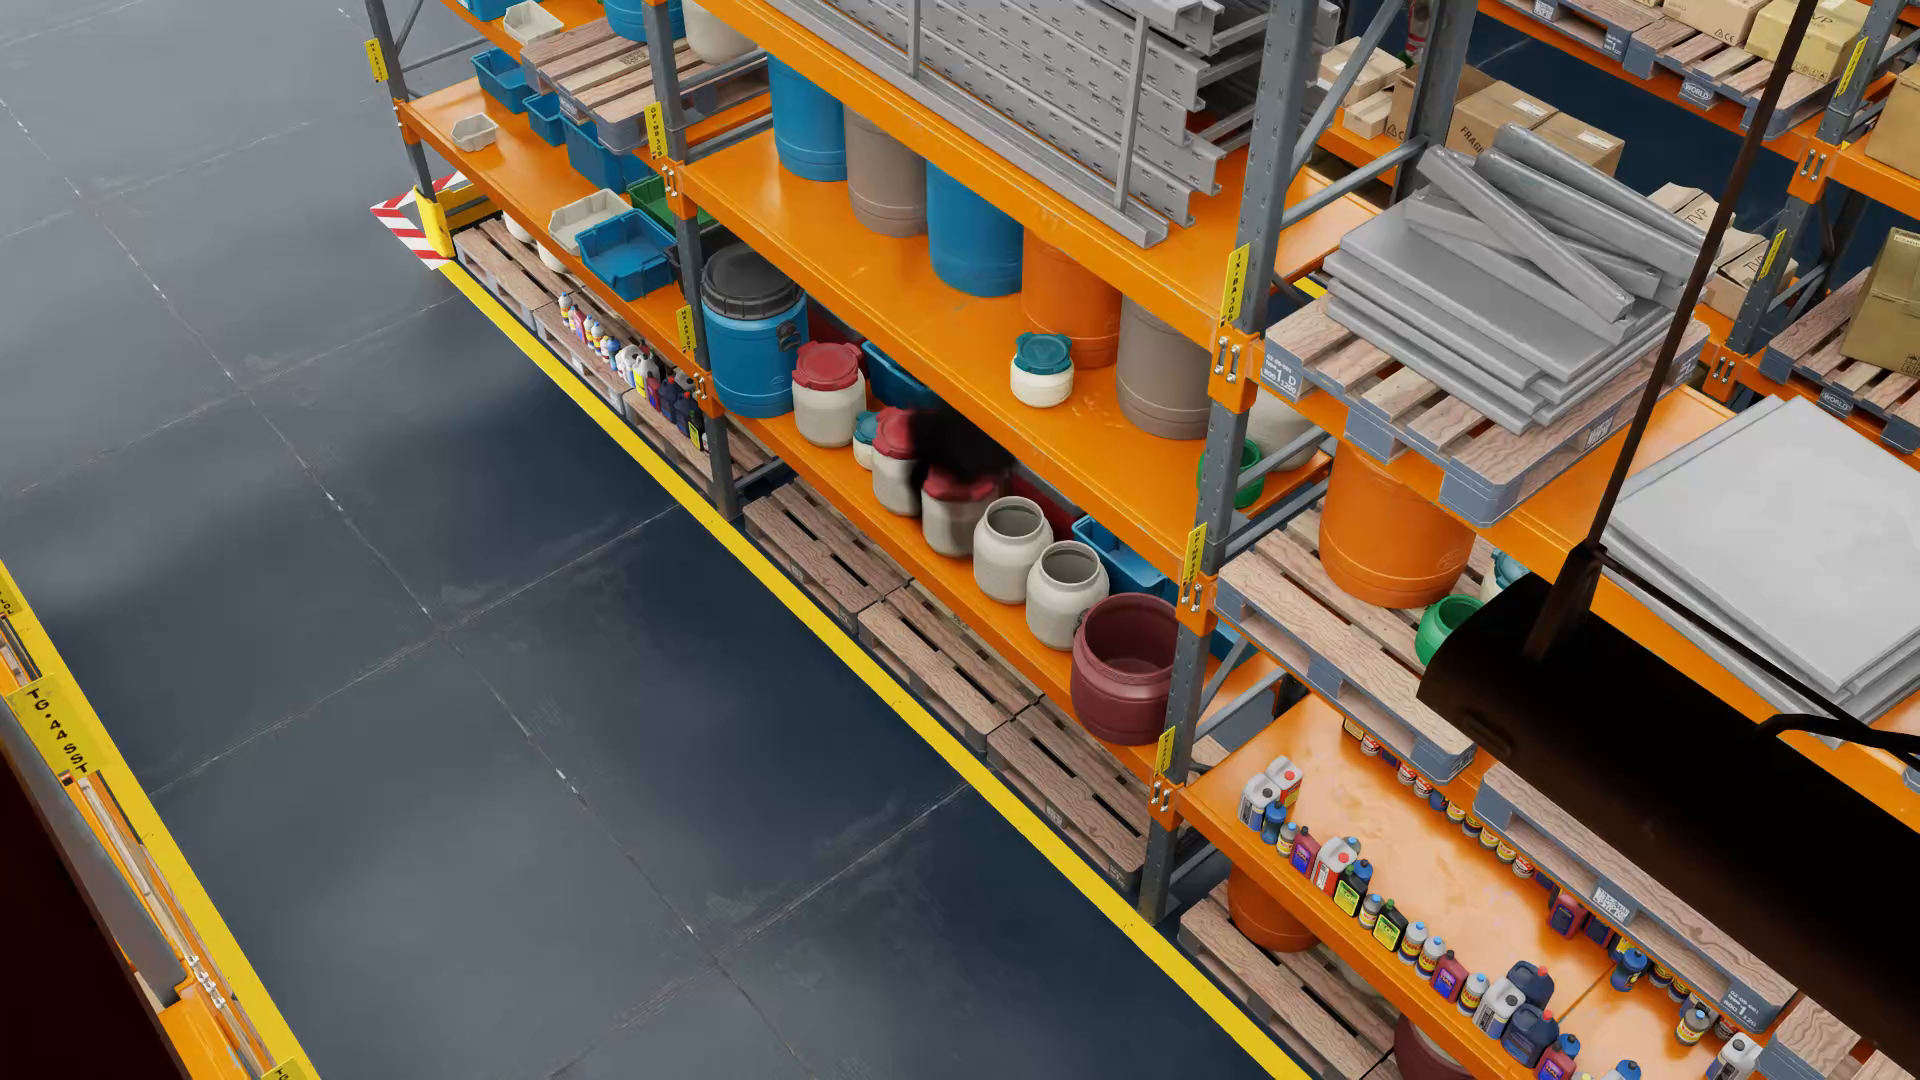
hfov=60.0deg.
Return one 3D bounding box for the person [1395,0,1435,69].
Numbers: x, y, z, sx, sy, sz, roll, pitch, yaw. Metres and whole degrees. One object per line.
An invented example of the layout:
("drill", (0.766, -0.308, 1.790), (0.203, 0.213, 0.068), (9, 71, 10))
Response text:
("person", (3.779, -3.937, 13.494), (0.589, 1.831, 0.835), (-33, 55, -27))
